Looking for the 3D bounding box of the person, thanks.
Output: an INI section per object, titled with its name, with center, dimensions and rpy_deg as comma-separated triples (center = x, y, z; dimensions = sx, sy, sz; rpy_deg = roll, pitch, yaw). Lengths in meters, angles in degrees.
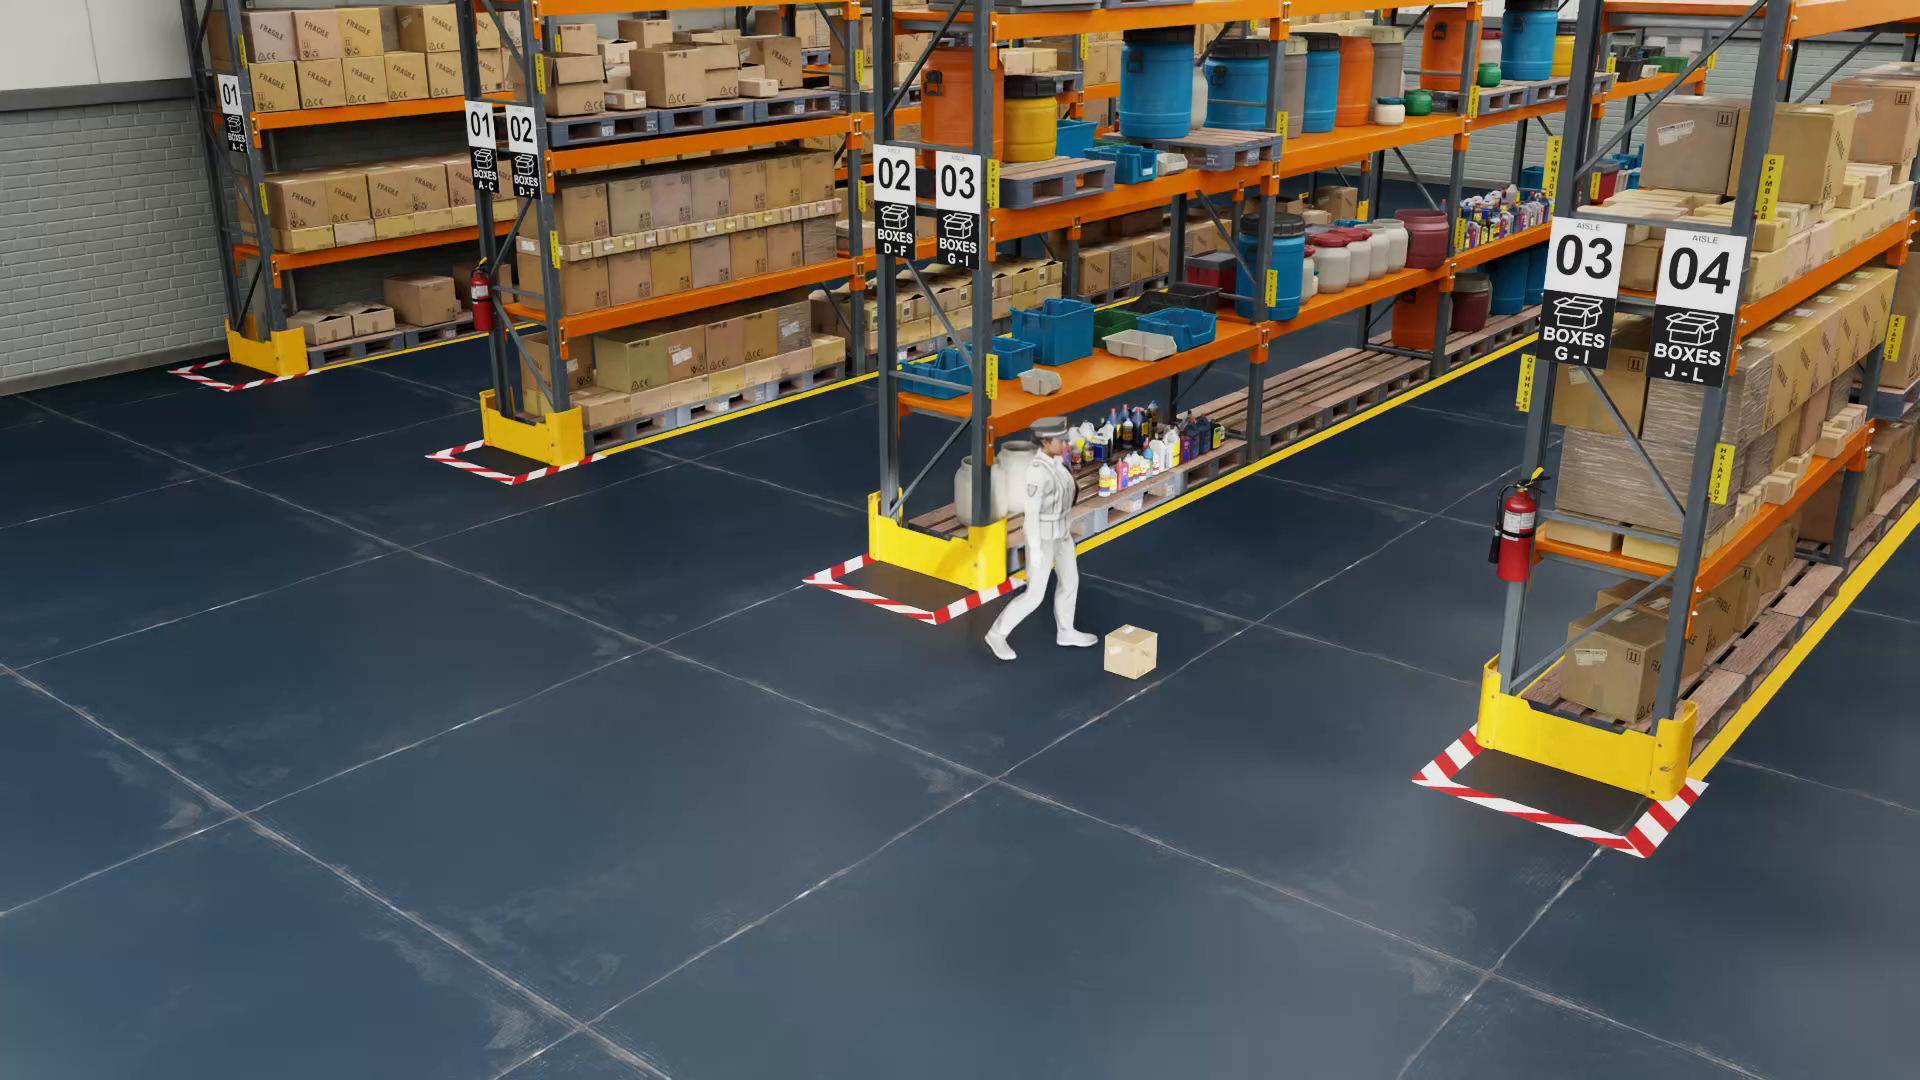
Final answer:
[person]
center = 0.546, -0.018, 11.064
dimensions = 0.679, 1.653, 0.622
rpy_deg = 8, 22, 20
